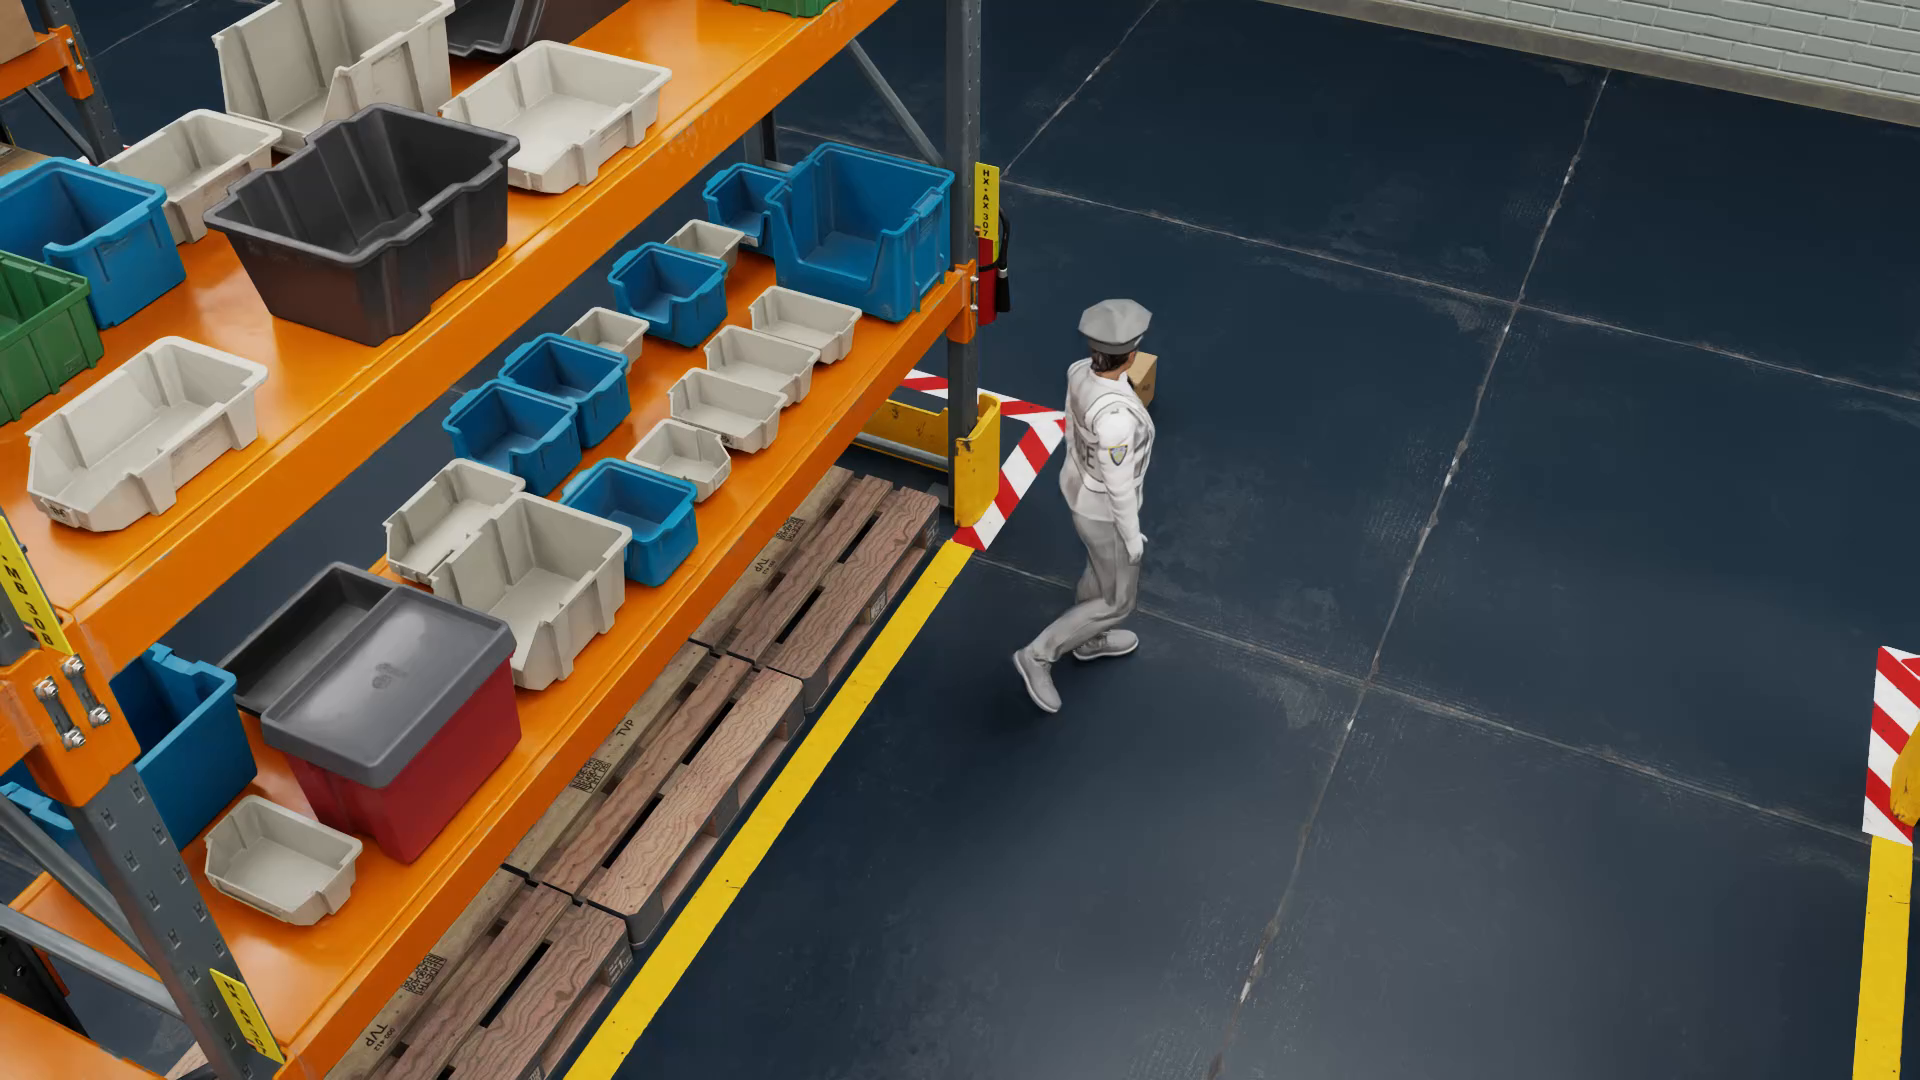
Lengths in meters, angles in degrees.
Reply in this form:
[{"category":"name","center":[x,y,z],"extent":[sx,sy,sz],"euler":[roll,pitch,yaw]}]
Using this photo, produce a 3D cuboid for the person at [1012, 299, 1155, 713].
[{"category":"person","center":[0.467,-0.099,6.262],"extent":[0.584,1.660,0.631],"euler":[-8,43,-9]}]
